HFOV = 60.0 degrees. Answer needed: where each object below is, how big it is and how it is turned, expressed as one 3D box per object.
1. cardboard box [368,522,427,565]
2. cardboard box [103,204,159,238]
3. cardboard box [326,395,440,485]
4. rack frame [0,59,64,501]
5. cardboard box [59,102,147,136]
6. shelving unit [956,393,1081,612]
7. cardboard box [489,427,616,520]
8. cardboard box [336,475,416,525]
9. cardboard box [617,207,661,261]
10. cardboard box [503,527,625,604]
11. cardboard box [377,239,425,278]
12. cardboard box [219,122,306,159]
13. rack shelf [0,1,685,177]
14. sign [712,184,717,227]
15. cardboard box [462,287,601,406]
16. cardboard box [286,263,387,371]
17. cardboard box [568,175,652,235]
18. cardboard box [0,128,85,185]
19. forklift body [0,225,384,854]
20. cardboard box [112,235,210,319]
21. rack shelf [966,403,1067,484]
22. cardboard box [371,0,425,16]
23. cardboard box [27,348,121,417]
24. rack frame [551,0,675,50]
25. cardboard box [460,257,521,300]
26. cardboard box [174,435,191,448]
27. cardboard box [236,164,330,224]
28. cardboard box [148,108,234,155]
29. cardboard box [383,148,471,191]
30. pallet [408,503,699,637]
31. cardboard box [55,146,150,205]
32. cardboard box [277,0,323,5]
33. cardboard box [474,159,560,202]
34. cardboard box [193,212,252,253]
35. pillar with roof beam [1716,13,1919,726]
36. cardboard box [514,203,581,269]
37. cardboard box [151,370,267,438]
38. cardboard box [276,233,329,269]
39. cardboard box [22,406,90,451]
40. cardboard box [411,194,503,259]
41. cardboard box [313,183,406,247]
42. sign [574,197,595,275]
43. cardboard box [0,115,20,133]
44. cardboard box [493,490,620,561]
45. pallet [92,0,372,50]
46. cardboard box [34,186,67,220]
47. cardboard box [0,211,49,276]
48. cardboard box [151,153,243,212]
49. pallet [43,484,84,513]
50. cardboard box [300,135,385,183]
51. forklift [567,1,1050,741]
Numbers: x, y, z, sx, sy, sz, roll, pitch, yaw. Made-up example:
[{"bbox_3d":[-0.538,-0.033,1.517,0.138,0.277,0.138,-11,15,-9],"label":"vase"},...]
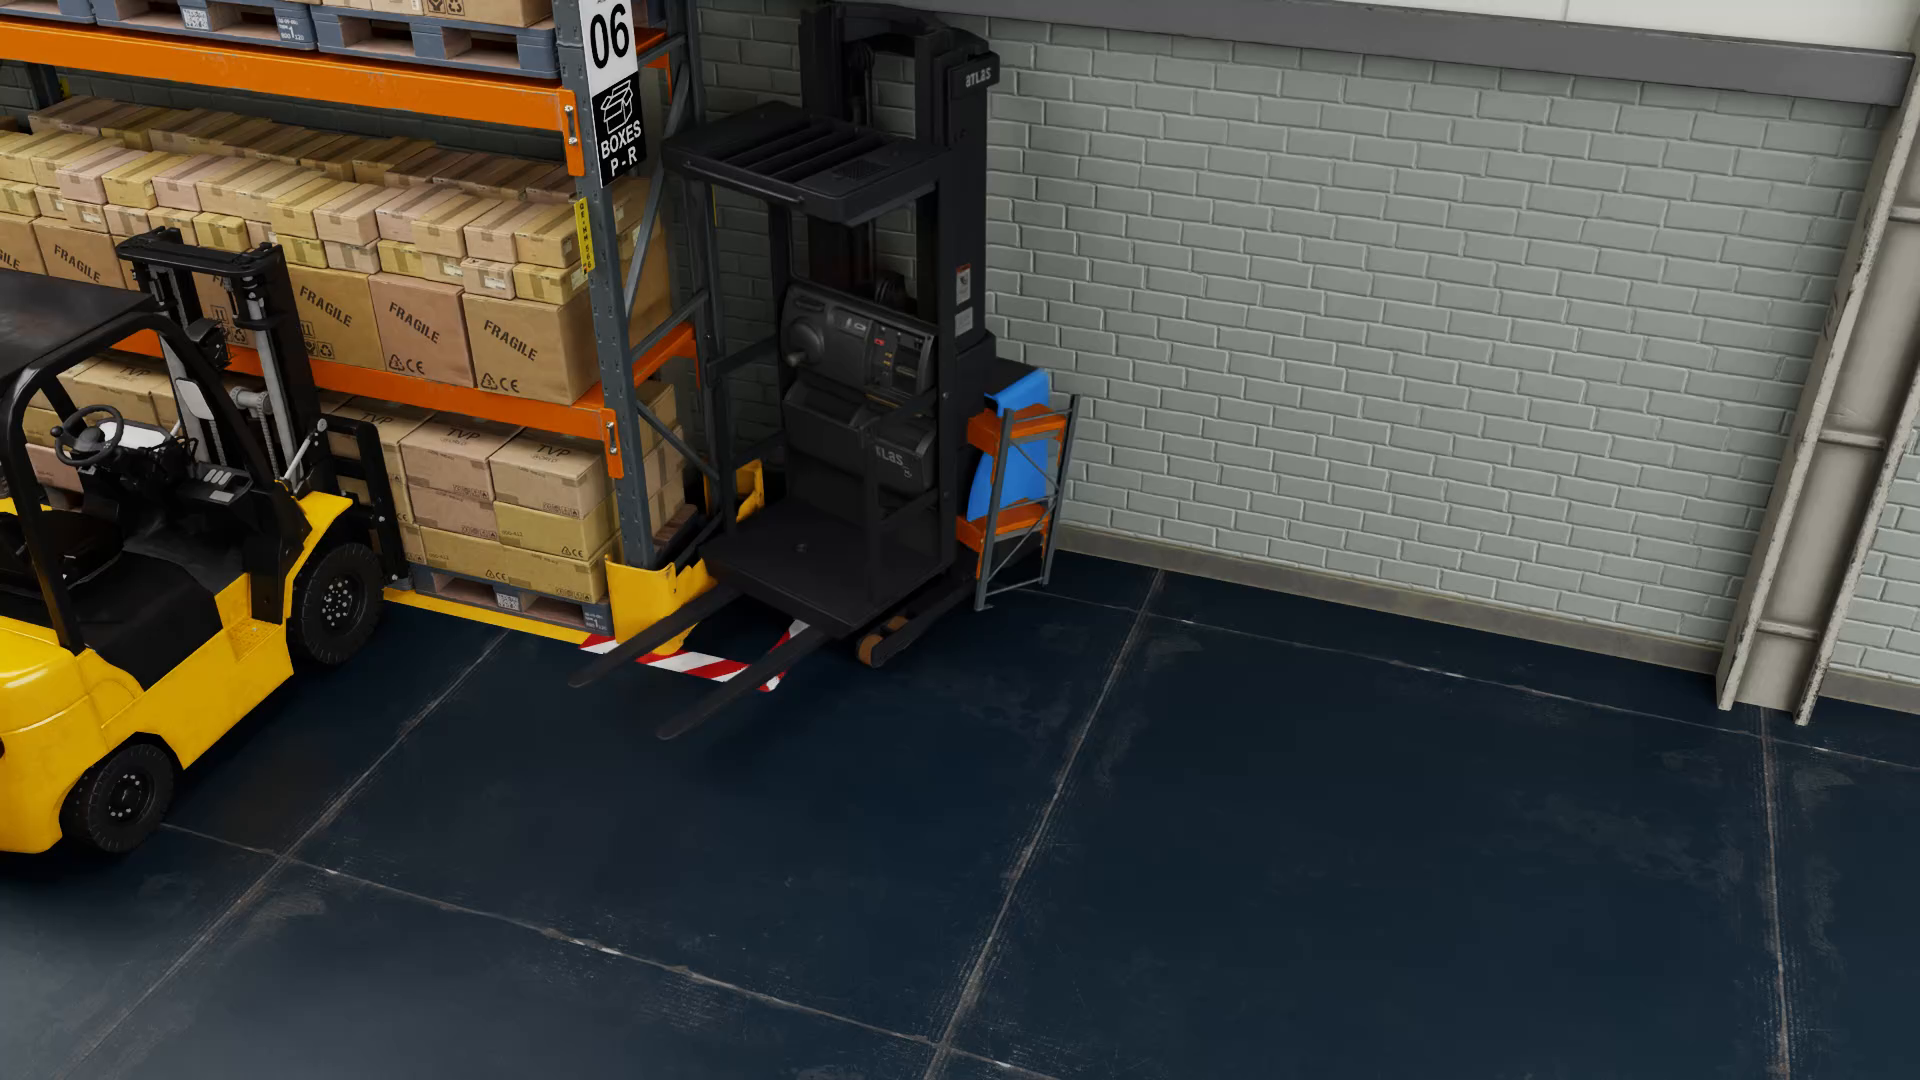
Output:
[{"bbox_3d":[-2.910,-0.144,8.824,0.500,0.250,0.500,11,35,17],"label":"cardboard box"},{"bbox_3d":[-4.030,-1.648,8.316,0.250,0.149,0.380,11,34,16],"label":"cardboard box"},{"bbox_3d":[-2.928,-0.550,8.531,0.500,0.250,0.500,11,35,17],"label":"cardboard box"},{"bbox_3d":[-5.194,-1.738,9.145,0.127,3.000,1.000,11,34,16],"label":"rack frame"},{"bbox_3d":[-4.569,-2.207,8.906,0.250,0.149,0.380,10,34,15],"label":"cardboard box"},{"bbox_3d":[0.013,-0.397,8.810,0.538,1.125,1.048,-15,35,-39],"label":"shelving unit"},{"bbox_3d":[-1.967,-0.373,8.256,0.500,0.250,0.500,12,35,18],"label":"cardboard box"},{"bbox_3d":[-2.954,-0.348,8.679,0.500,0.250,0.500,10,34,15],"label":"cardboard box"},{"bbox_3d":[-1.660,-1.515,8.110,0.250,0.149,0.380,10,34,15],"label":"cardboard box"},{"bbox_3d":[-1.977,0.048,8.527,0.500,0.250,0.500,11,35,17],"label":"cardboard box"},{"bbox_3d":[-2.553,-1.403,7.935,0.250,0.149,0.380,11,34,16],"label":"cardboard box"},{"bbox_3d":[-3.597,-2.023,8.621,0.250,0.149,0.380,11,34,16],"label":"cardboard box"},{"bbox_3d":[-3.311,-2.330,7.960,4.000,0.370,1.077,11,34,16],"label":"rack shelf"},{"bbox_3d":[-1.235,-1.686,8.192,0.005,0.325,0.100,11,34,16],"label":"sign"},{"bbox_3d":[-1.980,-1.004,7.916,0.500,0.500,0.500,10,34,15],"label":"cardboard box"},{"bbox_3d":[-2.948,-1.198,8.215,0.500,0.500,0.500,10,34,16],"label":"cardboard box"},{"bbox_3d":[-1.672,-1.616,7.992,0.250,0.149,0.380,10,34,16],"label":"cardboard box"},{"bbox_3d":[-4.711,-1.975,8.548,0.250,0.149,0.380,12,35,17],"label":"cardboard box"},{"bbox_3d":[-3.829,-0.065,7.336,1.214,2.155,2.313,11,34,16],"label":"forklift body"},{"bbox_3d":[-3.891,-1.387,8.509,0.500,0.500,0.500,11,34,16],"label":"cardboard box"},{"bbox_3d":[0.051,-0.657,8.680,0.538,0.278,1.000,-15,35,-39],"label":"rack shelf"},{"bbox_3d":[-2.311,-2.376,7.119,0.250,0.149,0.380,10,34,15],"label":"cardboard box"},{"bbox_3d":[-4.844,-0.931,9.120,0.500,0.250,0.500,10,34,16],"label":"cardboard box"},{"bbox_3d":[-1.428,-3.527,6.384,0.127,3.000,1.000,11,34,16],"label":"rack frame"},{"bbox_3d":[-2.100,-1.273,7.734,0.250,0.149,0.380,12,35,17],"label":"cardboard box"},{"bbox_3d":[-3.898,-0.534,8.967,0.500,0.250,0.500,11,34,16],"label":"cardboard box"},{"bbox_3d":[-3.282,-1.681,8.093,0.250,0.149,0.380,12,35,17],"label":"cardboard box"},{"bbox_3d":[-4.059,-2.151,8.820,0.250,0.149,0.380,10,34,16],"label":"cardboard box"},{"bbox_3d":[-2.645,-1.811,8.293,0.250,0.149,0.380,12,35,18],"label":"cardboard box"},{"bbox_3d":[-2.162,0.046,8.951,1.213,0.211,1.003,11,34,16],"label":"pallet"},{"bbox_3d":[-4.266,-1.825,8.314,0.250,0.149,0.380,12,35,18],"label":"cardboard box"},{"bbox_3d":[-2.858,-2.722,7.332,0.500,0.500,0.700,11,35,17],"label":"cardboard box"},{"bbox_3d":[-2.161,-1.723,8.156,0.250,0.149,0.380,12,35,17],"label":"cardboard box"},{"bbox_3d":[-3.534,-1.567,8.190,0.250,0.149,0.380,10,34,15],"label":"cardboard box"},{"bbox_3d":[2.416,-0.818,2.189,0.400,9.000,9.100,11,34,16],"label":"pillar with roof beam"},{"bbox_3d":[-1.837,-1.404,7.662,0.250,0.149,0.380,11,34,17],"label":"cardboard box"},{"bbox_3d":[-3.894,-0.747,8.836,0.500,0.250,0.500,12,35,18],"label":"cardboard box"},{"bbox_3d":[-3.065,-1.464,8.029,0.250,0.149,0.380,11,35,17],"label":"cardboard box"},{"bbox_3d":[-4.843,-0.724,9.260,0.500,0.250,0.500,11,34,16],"label":"cardboard box"},{"bbox_3d":[-2.335,-1.467,7.761,0.250,0.149,0.380,12,35,18],"label":"cardboard box"},{"bbox_3d":[-2.827,-1.542,7.876,0.250,0.149,0.380,12,35,18],"label":"cardboard box"},{"bbox_3d":[-1.624,-1.318,7.208,0.005,0.325,0.100,11,34,16],"label":"sign"},{"bbox_3d":[-5.452,-2.227,9.211,0.250,0.149,0.380,10,34,15],"label":"cardboard box"},{"bbox_3d":[-1.992,-0.167,8.398,0.500,0.250,0.500,11,34,16],"label":"cardboard box"},{"bbox_3d":[-3.237,-2.594,7.787,1.213,0.211,1.003,11,34,16],"label":"pallet"},{"bbox_3d":[-4.483,-1.780,8.520,0.250,0.149,0.380,11,34,16],"label":"cardboard box"},{"bbox_3d":[-4.864,-1.566,8.786,0.500,0.500,0.500,10,34,15],"label":"cardboard box"},{"bbox_3d":[-3.754,-1.773,8.234,0.250,0.149,0.380,11,34,16],"label":"cardboard box"},{"bbox_3d":[-4.459,-0.400,9.643,1.213,0.211,1.003,11,34,16],"label":"pallet"},{"bbox_3d":[-3.119,-1.914,8.453,0.250,0.149,0.380,11,34,17],"label":"cardboard box"},{"bbox_3d":[-0.636,-0.905,7.917,1.130,2.935,3.031,23,40,32],"label":"forklift"}]
